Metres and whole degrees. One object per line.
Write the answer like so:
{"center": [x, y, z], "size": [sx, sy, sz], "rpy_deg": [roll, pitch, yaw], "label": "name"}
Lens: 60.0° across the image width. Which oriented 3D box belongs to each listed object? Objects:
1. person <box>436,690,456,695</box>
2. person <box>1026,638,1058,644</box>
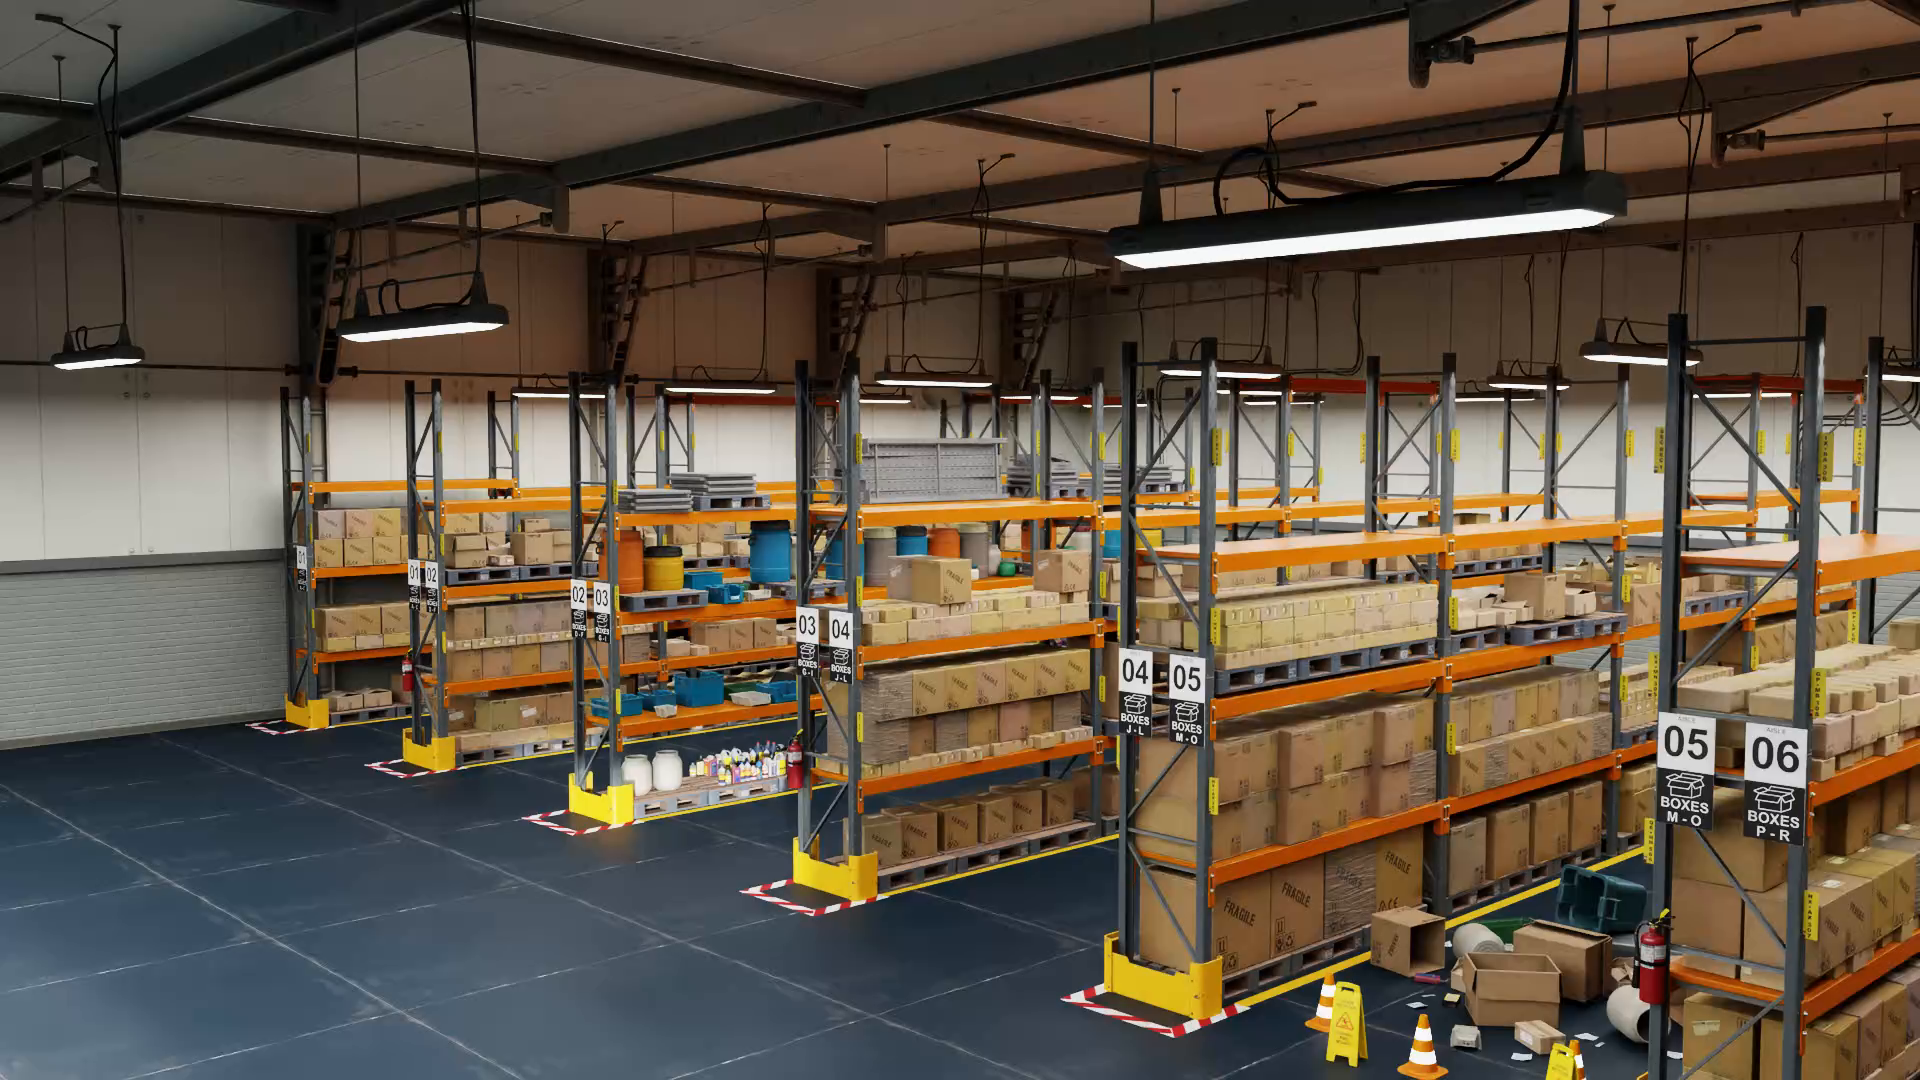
{"center": [-8.463, 2.608, 27.717], "size": [0.571, 1.578, 0.672], "rpy_deg": [3, 5, 41], "label": "person"}
{"center": [1.424, 2.325, 30.693], "size": [0.770, 1.839, 0.702], "rpy_deg": [-3, 5, -39], "label": "person"}
